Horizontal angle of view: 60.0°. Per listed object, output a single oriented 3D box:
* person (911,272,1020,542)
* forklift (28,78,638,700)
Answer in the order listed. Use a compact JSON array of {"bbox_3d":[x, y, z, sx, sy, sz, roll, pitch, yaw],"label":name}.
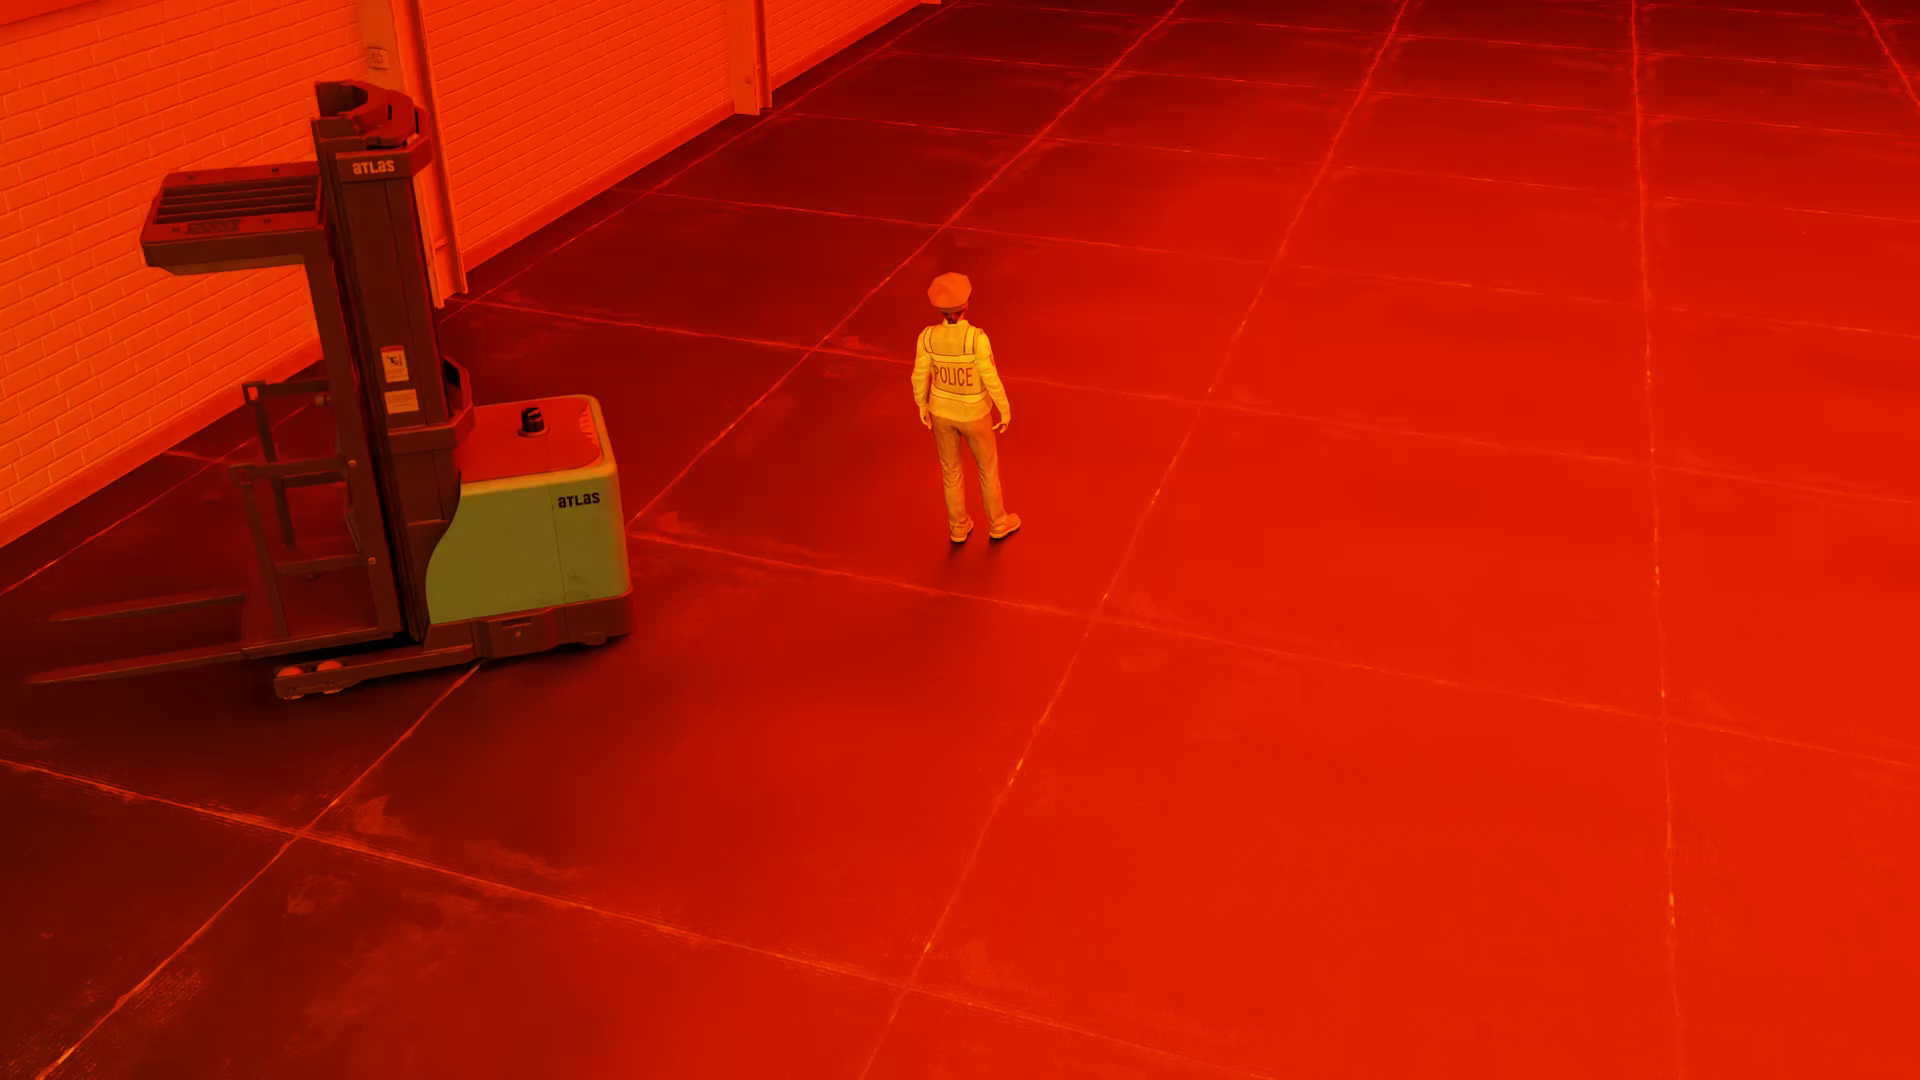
[{"bbox_3d":[0.028,-0.773,9.727,0.588,1.695,0.531,10,31,16],"label":"person"},{"bbox_3d":[-3.348,-0.736,8.427,3.031,2.935,1.130,-9,31,-15],"label":"forklift"}]
